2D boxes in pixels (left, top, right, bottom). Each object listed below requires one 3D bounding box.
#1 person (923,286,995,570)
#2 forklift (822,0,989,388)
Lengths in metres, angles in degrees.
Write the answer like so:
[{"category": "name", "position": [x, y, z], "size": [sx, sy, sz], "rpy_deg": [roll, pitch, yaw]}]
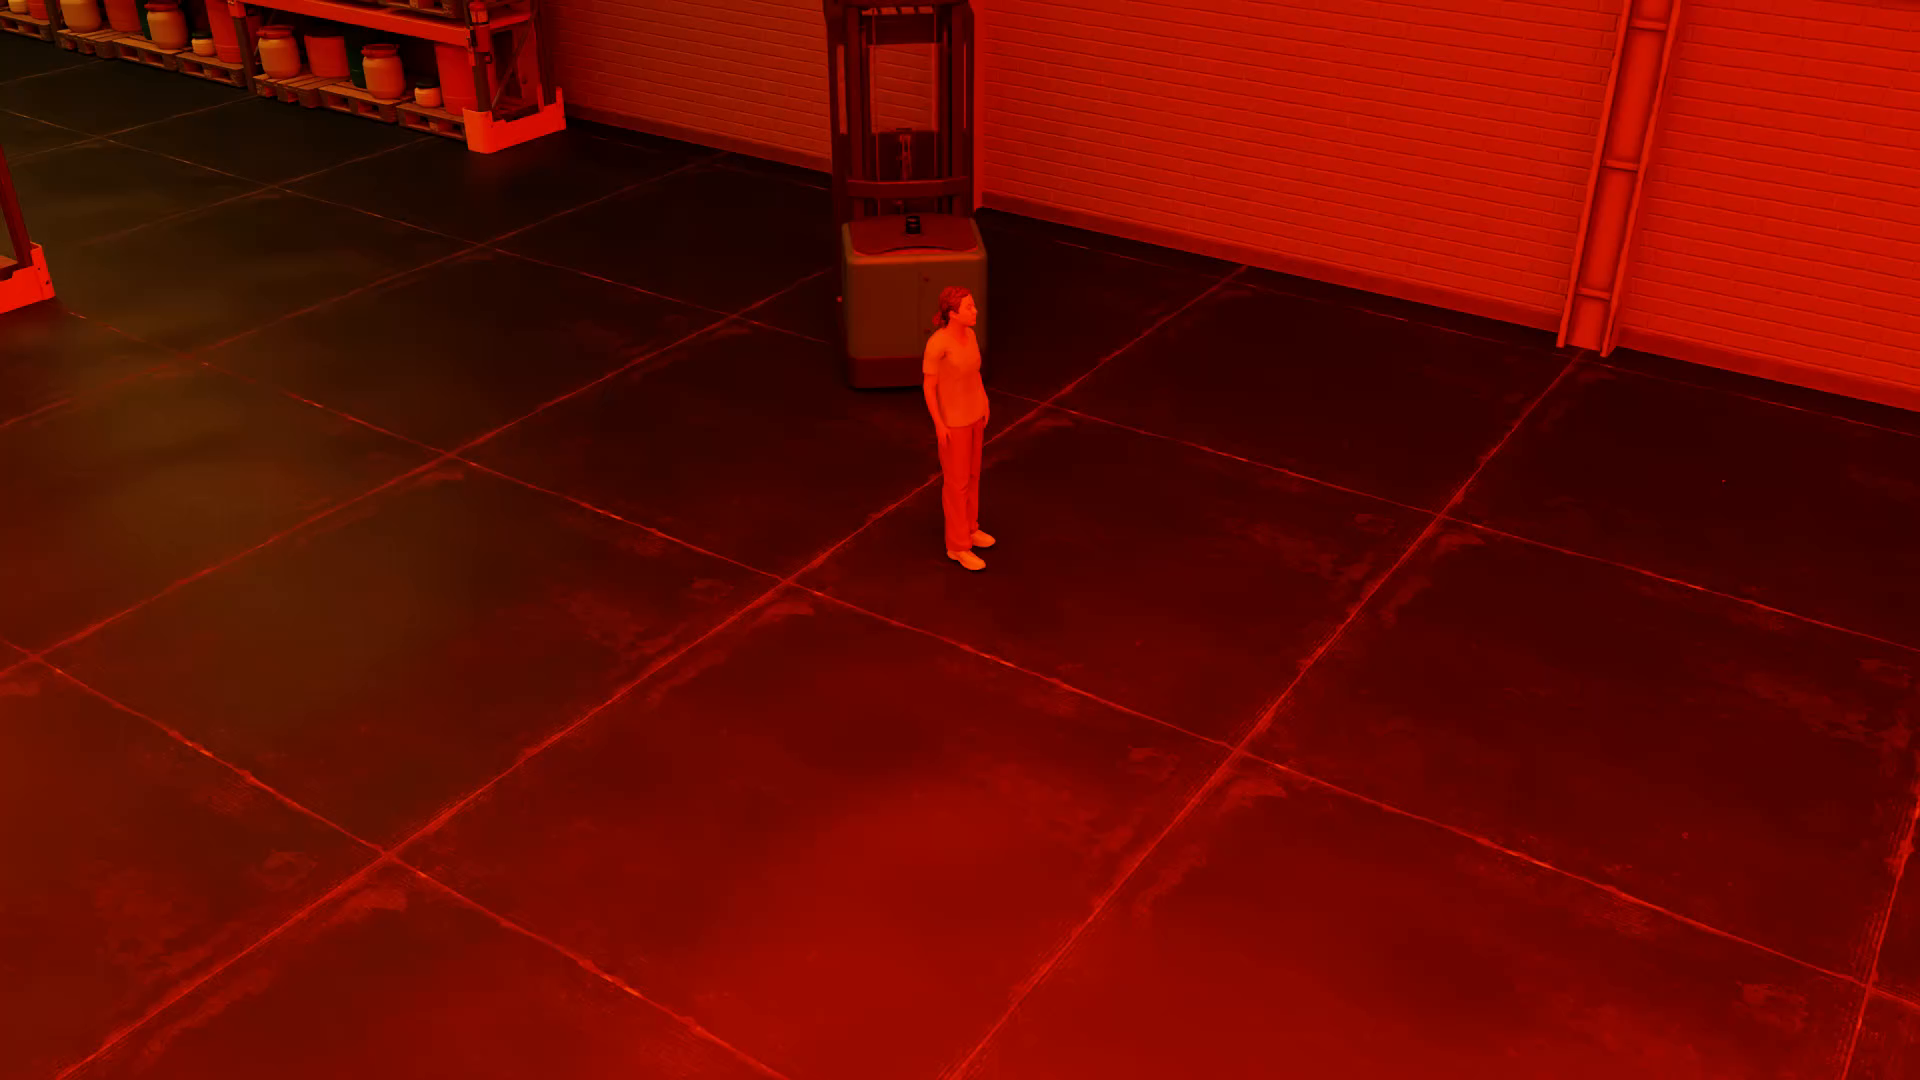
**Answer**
[{"category": "person", "position": [0.055, -0.705, 10.031], "size": [0.548, 1.674, 0.552], "rpy_deg": [19, 35, 29]}, {"category": "forklift", "position": [-0.466, -3.105, 12.928], "size": [1.130, 2.935, 3.031], "rpy_deg": [-3, 30, -6]}]
